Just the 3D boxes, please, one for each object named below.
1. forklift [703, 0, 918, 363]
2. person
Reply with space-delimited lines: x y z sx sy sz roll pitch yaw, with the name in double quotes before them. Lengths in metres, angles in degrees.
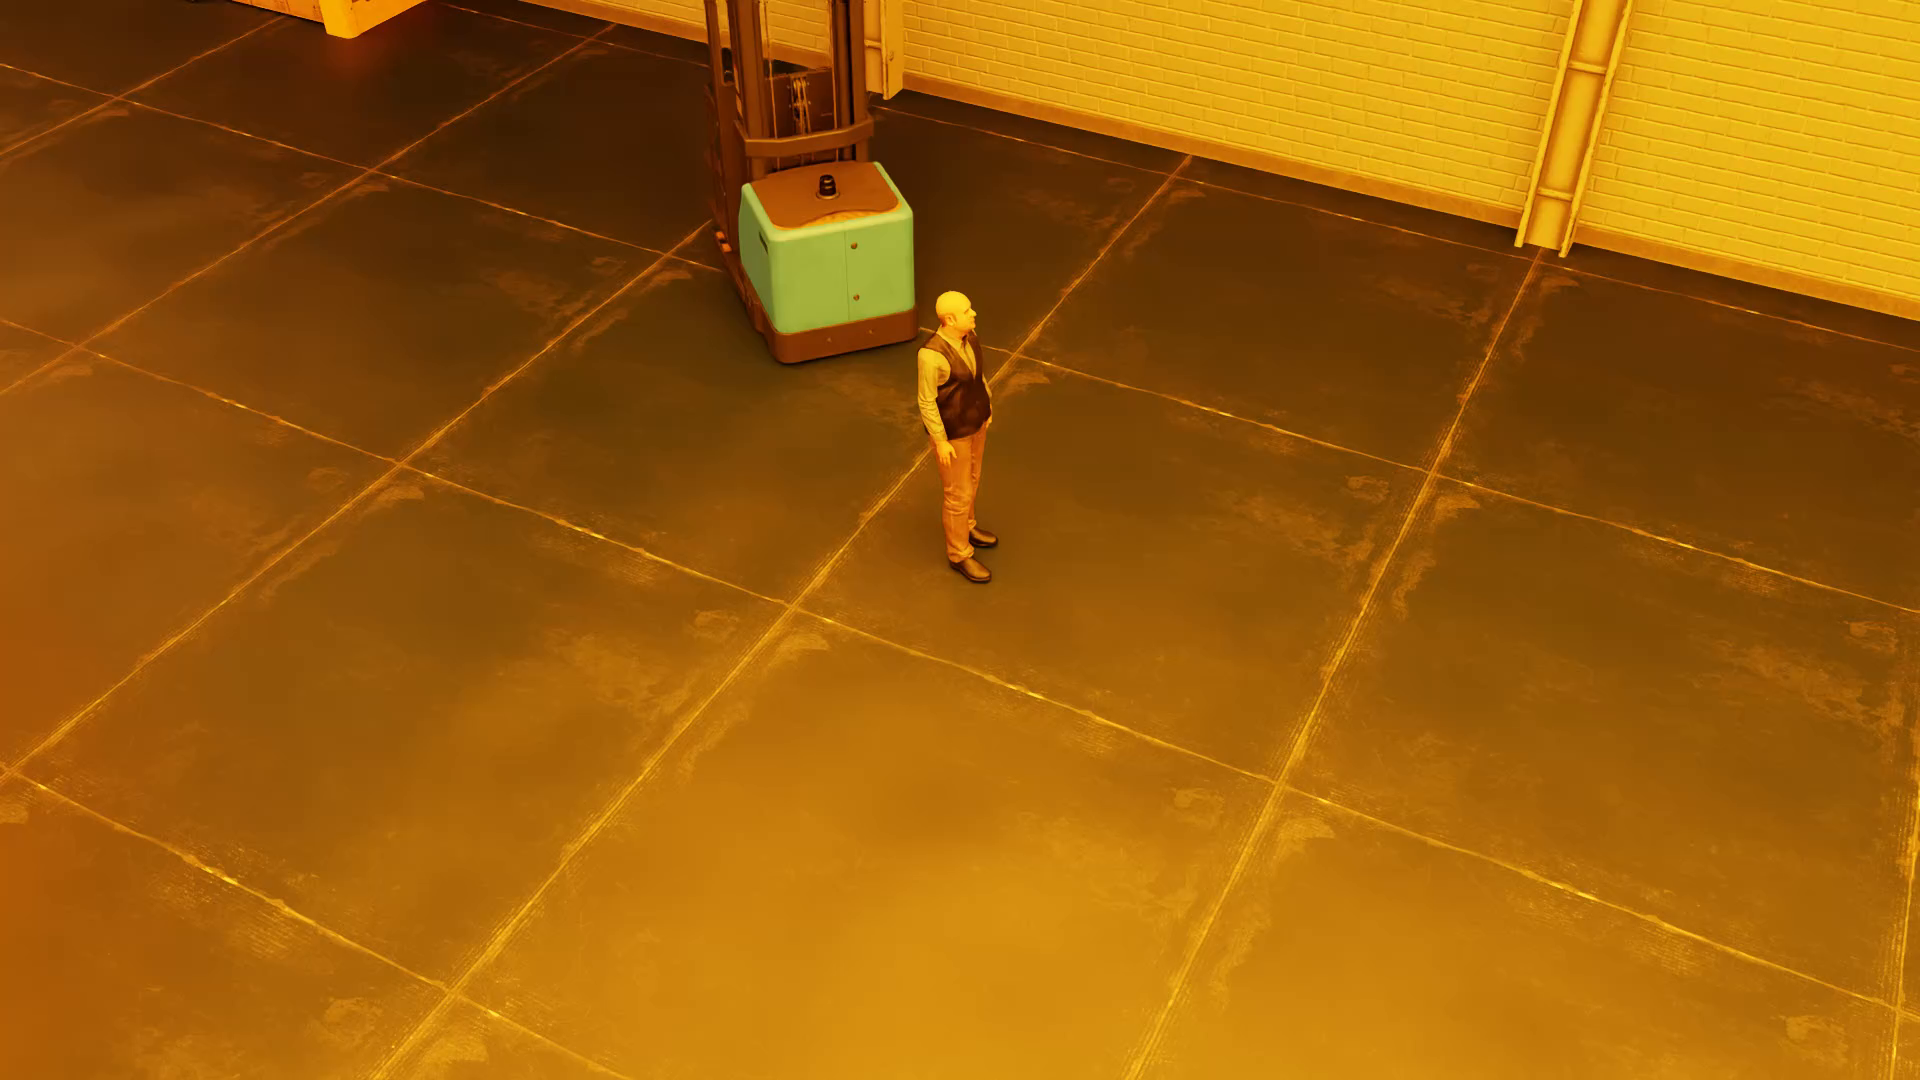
"forklift" -1.281 -3.313 11.920 1.130 2.935 3.031 -13 42 -15
"person" 0.053 -0.641 9.676 0.566 1.722 0.633 18 43 21
